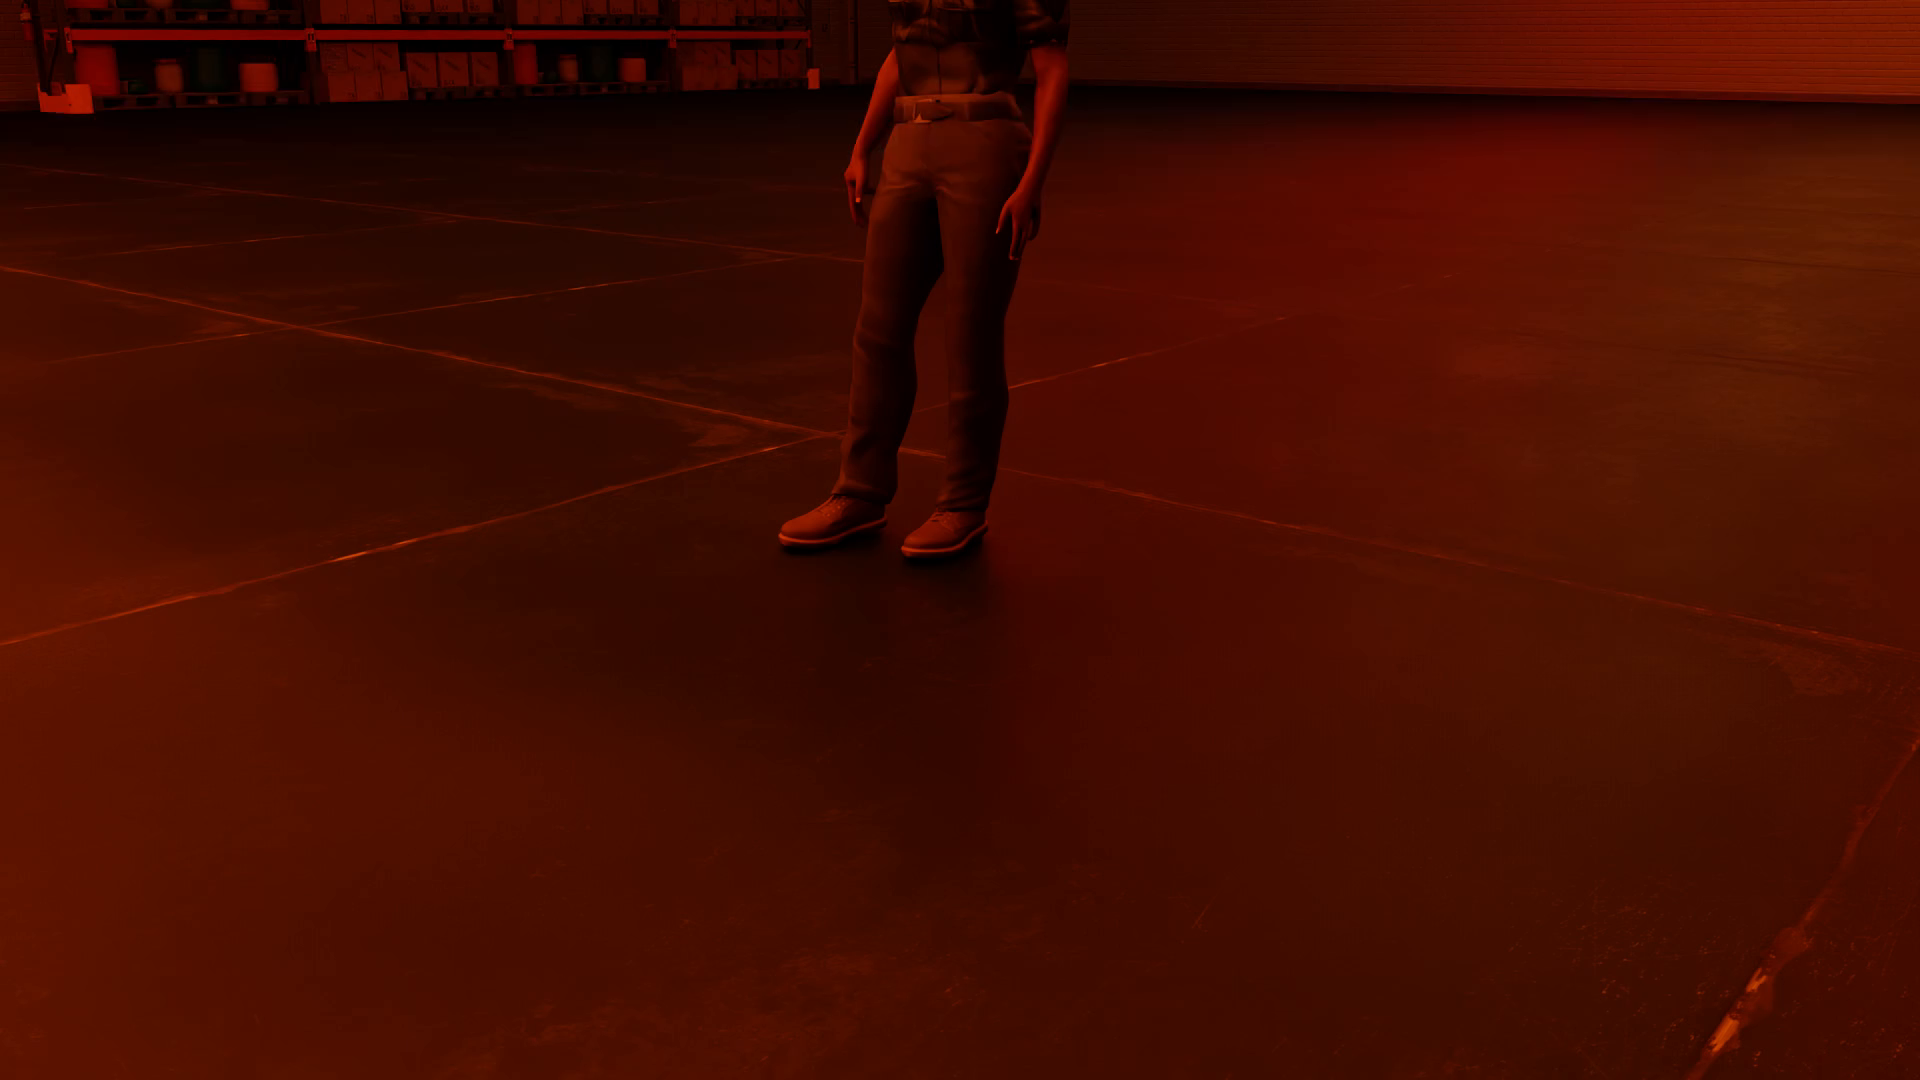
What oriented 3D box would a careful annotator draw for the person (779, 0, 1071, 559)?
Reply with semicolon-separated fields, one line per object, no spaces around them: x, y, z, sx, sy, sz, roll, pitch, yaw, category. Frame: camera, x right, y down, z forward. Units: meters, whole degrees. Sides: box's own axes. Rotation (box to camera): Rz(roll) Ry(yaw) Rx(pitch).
-0.071;-0.782;3.647;0.570;1.654;0.504;13;21;37;person
